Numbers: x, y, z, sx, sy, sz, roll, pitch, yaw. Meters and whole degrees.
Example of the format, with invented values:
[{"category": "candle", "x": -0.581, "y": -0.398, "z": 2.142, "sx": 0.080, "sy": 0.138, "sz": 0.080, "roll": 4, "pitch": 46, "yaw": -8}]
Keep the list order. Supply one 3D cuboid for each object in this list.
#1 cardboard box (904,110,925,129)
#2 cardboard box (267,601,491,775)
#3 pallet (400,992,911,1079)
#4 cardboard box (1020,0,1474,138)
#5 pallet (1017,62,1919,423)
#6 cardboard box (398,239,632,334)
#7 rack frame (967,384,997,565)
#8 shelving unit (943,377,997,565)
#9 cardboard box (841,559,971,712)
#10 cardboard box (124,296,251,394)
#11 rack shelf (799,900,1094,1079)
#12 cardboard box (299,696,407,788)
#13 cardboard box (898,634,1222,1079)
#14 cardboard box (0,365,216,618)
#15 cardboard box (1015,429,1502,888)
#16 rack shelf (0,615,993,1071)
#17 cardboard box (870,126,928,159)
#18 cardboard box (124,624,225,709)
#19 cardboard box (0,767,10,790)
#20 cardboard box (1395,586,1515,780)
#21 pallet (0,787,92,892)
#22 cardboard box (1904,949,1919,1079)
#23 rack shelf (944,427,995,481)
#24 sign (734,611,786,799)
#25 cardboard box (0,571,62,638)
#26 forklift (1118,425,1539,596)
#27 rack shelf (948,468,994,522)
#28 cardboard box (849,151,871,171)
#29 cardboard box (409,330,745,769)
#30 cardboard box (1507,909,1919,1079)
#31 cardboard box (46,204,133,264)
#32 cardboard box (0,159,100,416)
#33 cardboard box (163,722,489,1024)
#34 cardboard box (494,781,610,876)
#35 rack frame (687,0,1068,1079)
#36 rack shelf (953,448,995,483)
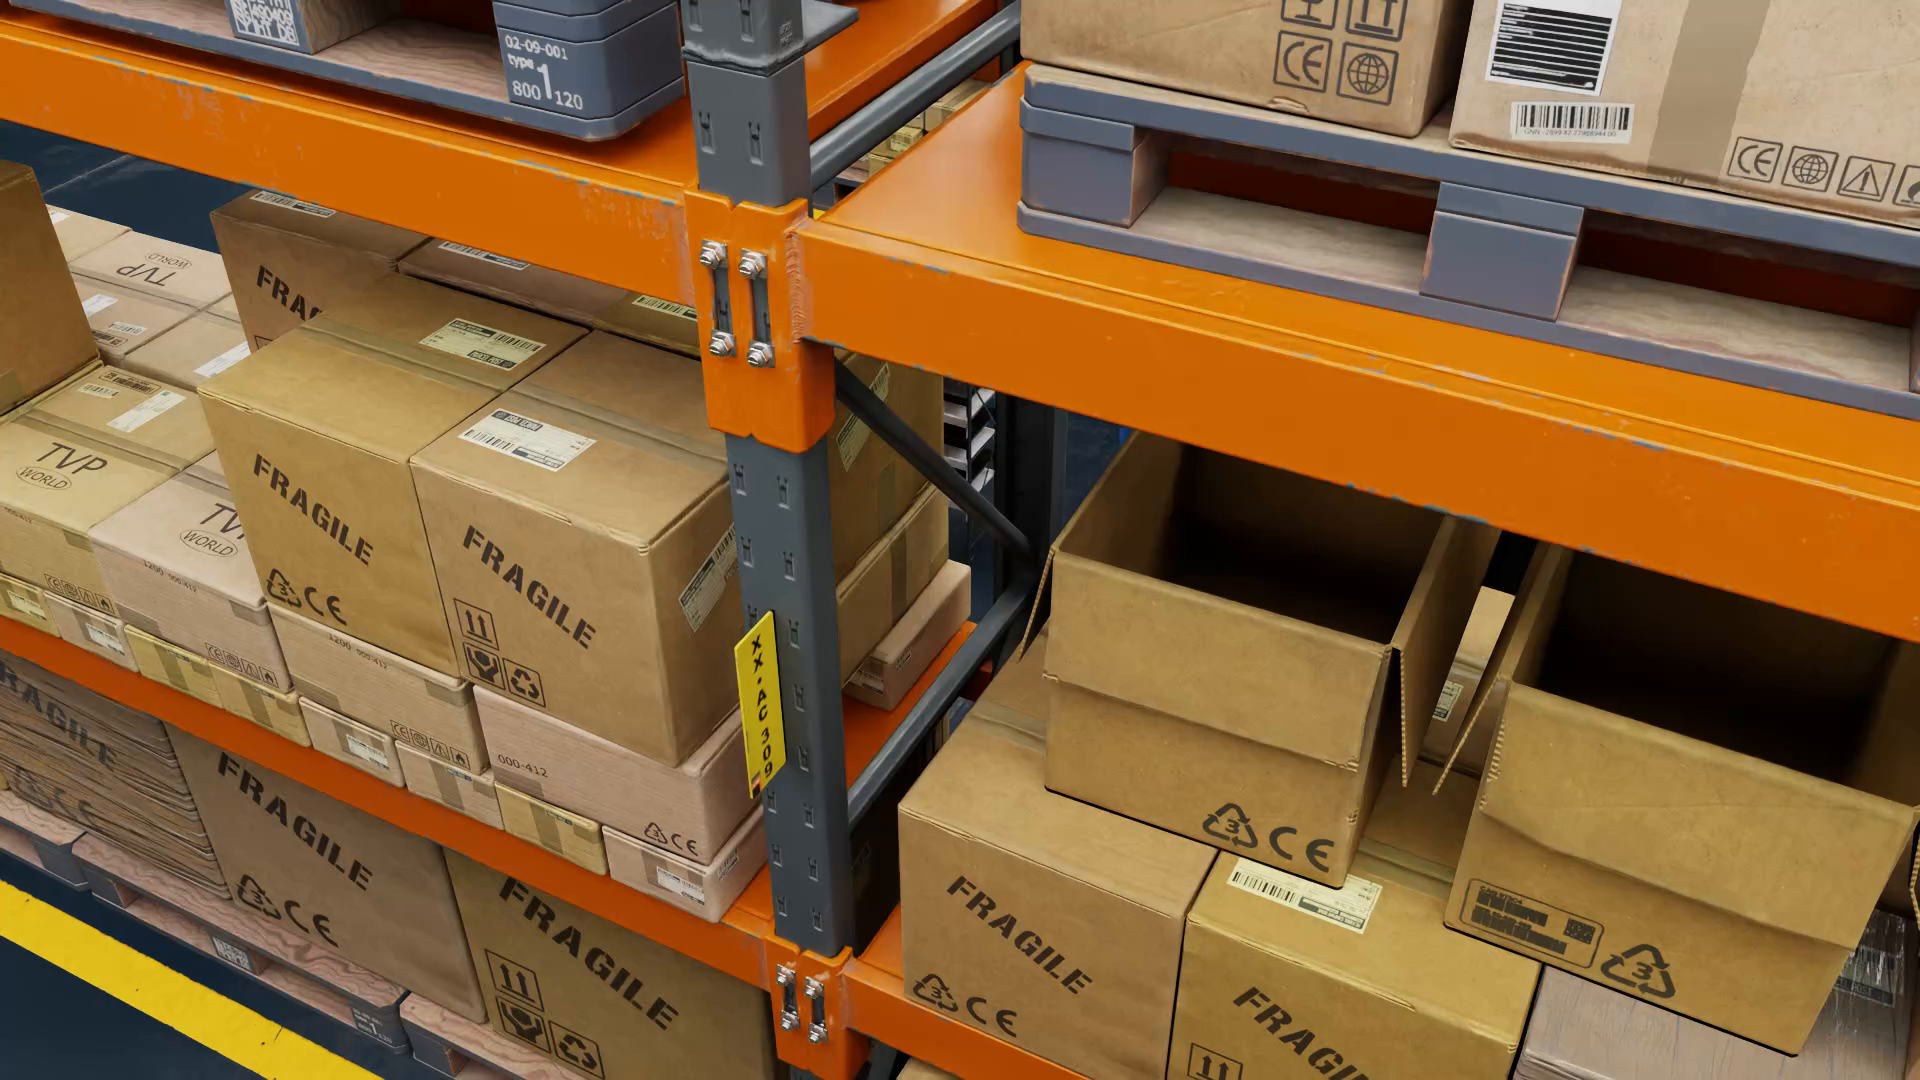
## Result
[{"category": "cardboard box", "x": -0.210, "y": -2.169, "z": 8.145, "sx": 0.250, "sy": 0.149, "sz": 0.380, "roll": 15, "pitch": 40, "yaw": 19}, {"category": "cardboard box", "x": -1.035, "y": 0.160, "z": 3.436, "sx": 0.500, "sy": 0.250, "sz": 0.500, "roll": 19, "pitch": 41, "yaw": 23}, {"category": "pallet", "x": -0.700, "y": 1.201, "z": 4.494, "sx": 1.213, "sy": 0.211, "sz": 1.003, "roll": 17, "pitch": 41, "yaw": 21}, {"category": "cardboard box", "x": 0.458, "y": -0.902, "z": 2.047, "sx": 0.500, "sy": 0.500, "sz": 0.700, "roll": 18, "pitch": 41, "yaw": 23}, {"category": "pallet", "x": 0.776, "y": -0.547, "z": 2.167, "sx": 1.217, "sy": 0.209, "sz": 0.805, "roll": 16, "pitch": 40, "yaw": 20}, {"category": "cardboard box", "x": -0.803, "y": -0.425, "z": 3.587, "sx": 0.500, "sy": 0.500, "sz": 0.500, "roll": 17, "pitch": 41, "yaw": 21}, {"category": "rack frame", "x": 0.083, "y": -0.332, "z": 5.944, "sx": 0.006, "sy": 0.900, "sz": 0.240, "roll": 17, "pitch": 41, "yaw": 21}, {"category": "shelving unit", "x": -0.007, "y": -0.361, "z": 5.981, "sx": 0.210, "sy": 0.900, "sz": 0.258, "roll": 17, "pitch": 41, "yaw": 21}, {"category": "cardboard box", "x": -0.171, "y": 0.183, "z": 3.736, "sx": 0.250, "sy": 0.149, "sz": 0.380, "roll": 17, "pitch": 41, "yaw": 22}, {"category": "cardboard box", "x": -1.694, "y": -0.410, "z": 4.187, "sx": 0.500, "sy": 0.250, "sz": 0.500, "roll": 17, "pitch": 41, "yaw": 22}, {"category": "rack shelf", "x": 1.715, "y": 1.186, "z": 2.801, "sx": 4.000, "sy": 0.370, "sz": 1.077, "roll": 17, "pitch": 41, "yaw": 21}, {"category": "cardboard box", "x": -1.168, "y": 0.320, "z": 3.555, "sx": 0.250, "sy": 0.149, "sz": 0.380, "roll": 18, "pitch": 41, "yaw": 22}, {"category": "cardboard box", "x": 0.232, "y": 0.566, "z": 2.941, "sx": 0.500, "sy": 0.500, "sz": 0.500, "roll": 18, "pitch": 41, "yaw": 22}, {"category": "cardboard box", "x": -1.936, "y": -0.124, "z": 3.811, "sx": 0.500, "sy": 0.250, "sz": 0.500, "roll": 17, "pitch": 40, "yaw": 21}, {"category": "cardboard box", "x": 0.510, "y": 0.077, "z": 2.755, "sx": 0.637, "sy": 0.503, "sz": 0.797, "roll": 16, "pitch": 40, "yaw": 20}, {"category": "rack shelf", "x": -1.837, "y": 0.074, "z": 4.267, "sx": 4.000, "sy": 0.370, "sz": 1.077, "roll": 17, "pitch": 41, "yaw": 21}, {"category": "cardboard box", "x": -0.242, "y": -2.014, "z": 8.186, "sx": 0.250, "sy": 0.149, "sz": 0.380, "roll": 19, "pitch": 41, "yaw": 23}, {"category": "cardboard box", "x": -1.624, "y": 0.178, "z": 3.743, "sx": 0.250, "sy": 0.149, "sz": 0.380, "roll": 17, "pitch": 40, "yaw": 21}, {"category": "cardboard box", "x": -3.008, "y": 0.045, "z": 5.119, "sx": 0.875, "sy": 0.875, "sz": 0.875, "roll": 17, "pitch": 41, "yaw": 21}, {"category": "cardboard box", "x": 0.916, "y": 0.428, "z": 3.122, "sx": 0.500, "sy": 0.500, "sz": 0.500, "roll": 19, "pitch": 41, "yaw": 23}, {"category": "pallet", "x": -2.867, "y": 0.522, "z": 5.387, "sx": 1.213, "sy": 0.211, "sz": 1.003, "roll": 17, "pitch": 41, "yaw": 21}, {"category": "cardboard box", "x": 1.673, "y": 0.439, "z": 2.279, "sx": 0.637, "sy": 0.503, "sz": 0.797, "roll": 19, "pitch": 41, "yaw": 23}, {"category": "rack shelf", "x": -0.007, "y": -0.334, "z": 6.001, "sx": 0.200, "sy": 0.077, "sz": 0.258, "roll": 17, "pitch": 41, "yaw": 21}, {"category": "sign", "x": -0.315, "y": 0.266, "z": 2.638, "sx": 0.005, "sy": 0.325, "sz": 0.100, "roll": 17, "pitch": 41, "yaw": 21}, {"category": "cardboard box", "x": -2.083, "y": 0.034, "z": 3.932, "sx": 0.250, "sy": 0.149, "sz": 0.380, "roll": 16, "pitch": 40, "yaw": 20}, {"category": "forklift", "x": 2.032, "y": -0.588, "z": 4.600, "sx": 3.031, "sy": 2.935, "sz": 1.130, "roll": 16, "pitch": 40, "yaw": 20}, {"category": "rack shelf", "x": -0.007, "y": -0.191, "z": 6.110, "sx": 0.200, "sy": 0.077, "sz": 0.258, "roll": 17, "pitch": 41, "yaw": 21}, {"category": "cardboard box", "x": -0.431, "y": -2.024, "z": 8.445, "sx": 0.250, "sy": 0.149, "sz": 0.380, "roll": 18, "pitch": 41, "yaw": 22}, {"category": "cardboard box", "x": -0.592, "y": 0.002, "z": 3.024, "sx": 0.500, "sy": 0.500, "sz": 0.500, "roll": 19, "pitch": 41, "yaw": 23}, {"category": "cardboard box", "x": 1.123, "y": 0.845, "z": 2.574, "sx": 0.500, "sy": 0.500, "sz": 0.500, "roll": 16, "pitch": 40, "yaw": 20}, {"category": "cardboard box", "x": -2.611, "y": -0.694, "z": 4.561, "sx": 0.500, "sy": 0.250, "sz": 0.500, "roll": 17, "pitch": 40, "yaw": 21}, {"category": "cardboard box", "x": -2.404, "y": -0.568, "z": 3.775, "sx": 0.500, "sy": 0.500, "sz": 0.500, "roll": 16, "pitch": 40, "yaw": 20}, {"category": "cardboard box", "x": -1.410, "y": 0.546, "z": 4.460, "sx": 0.875, "sy": 0.875, "sz": 0.875, "roll": 17, "pitch": 41, "yaw": 21}, {"category": "cardboard box", "x": -0.712, "y": 0.463, "z": 3.367, "sx": 0.250, "sy": 0.149, "sz": 0.380, "roll": 18, "pitch": 41, "yaw": 22}, {"category": "rack frame", "x": -0.061, "y": 0.344, "z": 3.317, "sx": 0.127, "sy": 3.000, "sz": 1.000, "roll": 17, "pitch": 41, "yaw": 21}, {"category": "rack shelf", "x": -0.007, "y": -0.262, "z": 6.055, "sx": 0.200, "sy": 0.077, "sz": 0.258, "roll": 17, "pitch": 41, "yaw": 21}]
